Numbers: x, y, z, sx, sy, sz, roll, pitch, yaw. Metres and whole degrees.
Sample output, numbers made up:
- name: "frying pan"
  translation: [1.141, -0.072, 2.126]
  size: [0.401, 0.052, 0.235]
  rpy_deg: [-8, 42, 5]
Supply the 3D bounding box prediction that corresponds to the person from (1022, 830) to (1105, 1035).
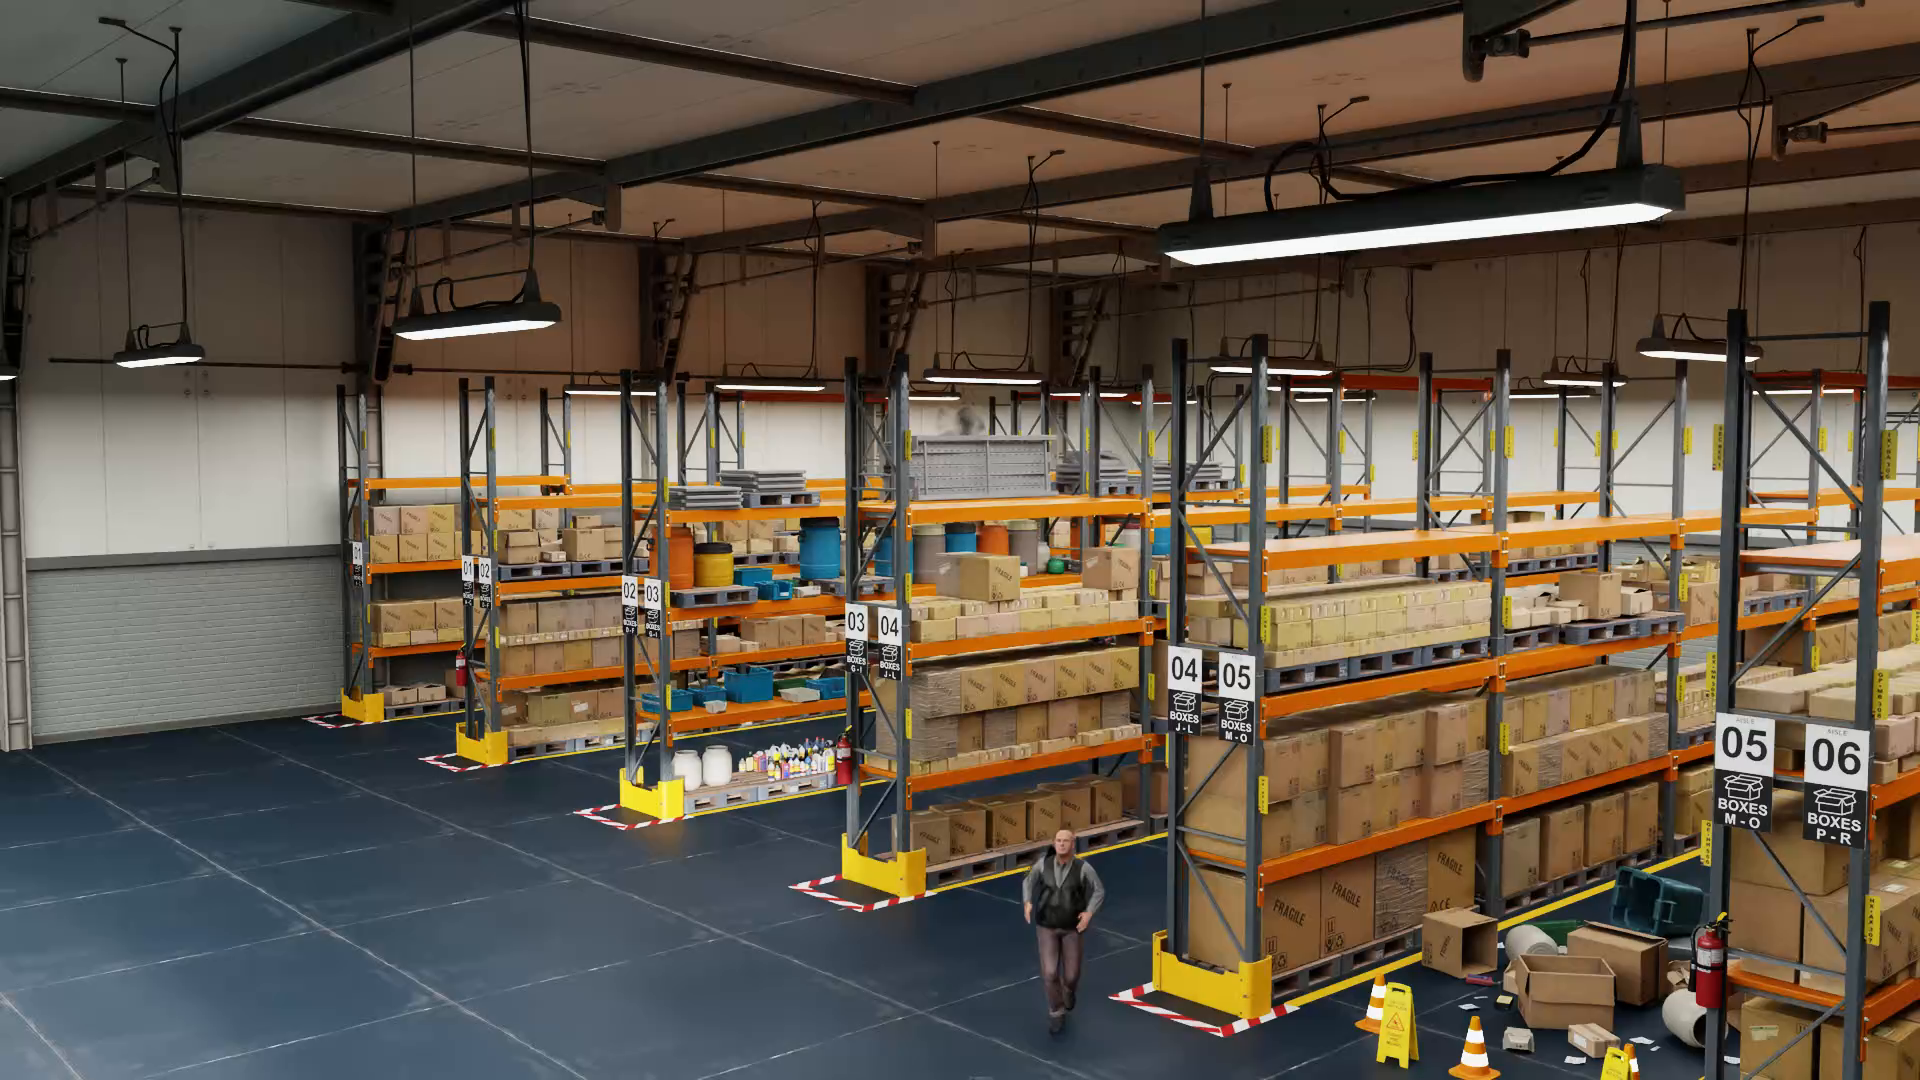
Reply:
- name: "person"
  translation: [0.894, 3.382, 14.505]
  size: [0.736, 1.708, 0.656]
  rpy_deg: [0, 4, 7]
